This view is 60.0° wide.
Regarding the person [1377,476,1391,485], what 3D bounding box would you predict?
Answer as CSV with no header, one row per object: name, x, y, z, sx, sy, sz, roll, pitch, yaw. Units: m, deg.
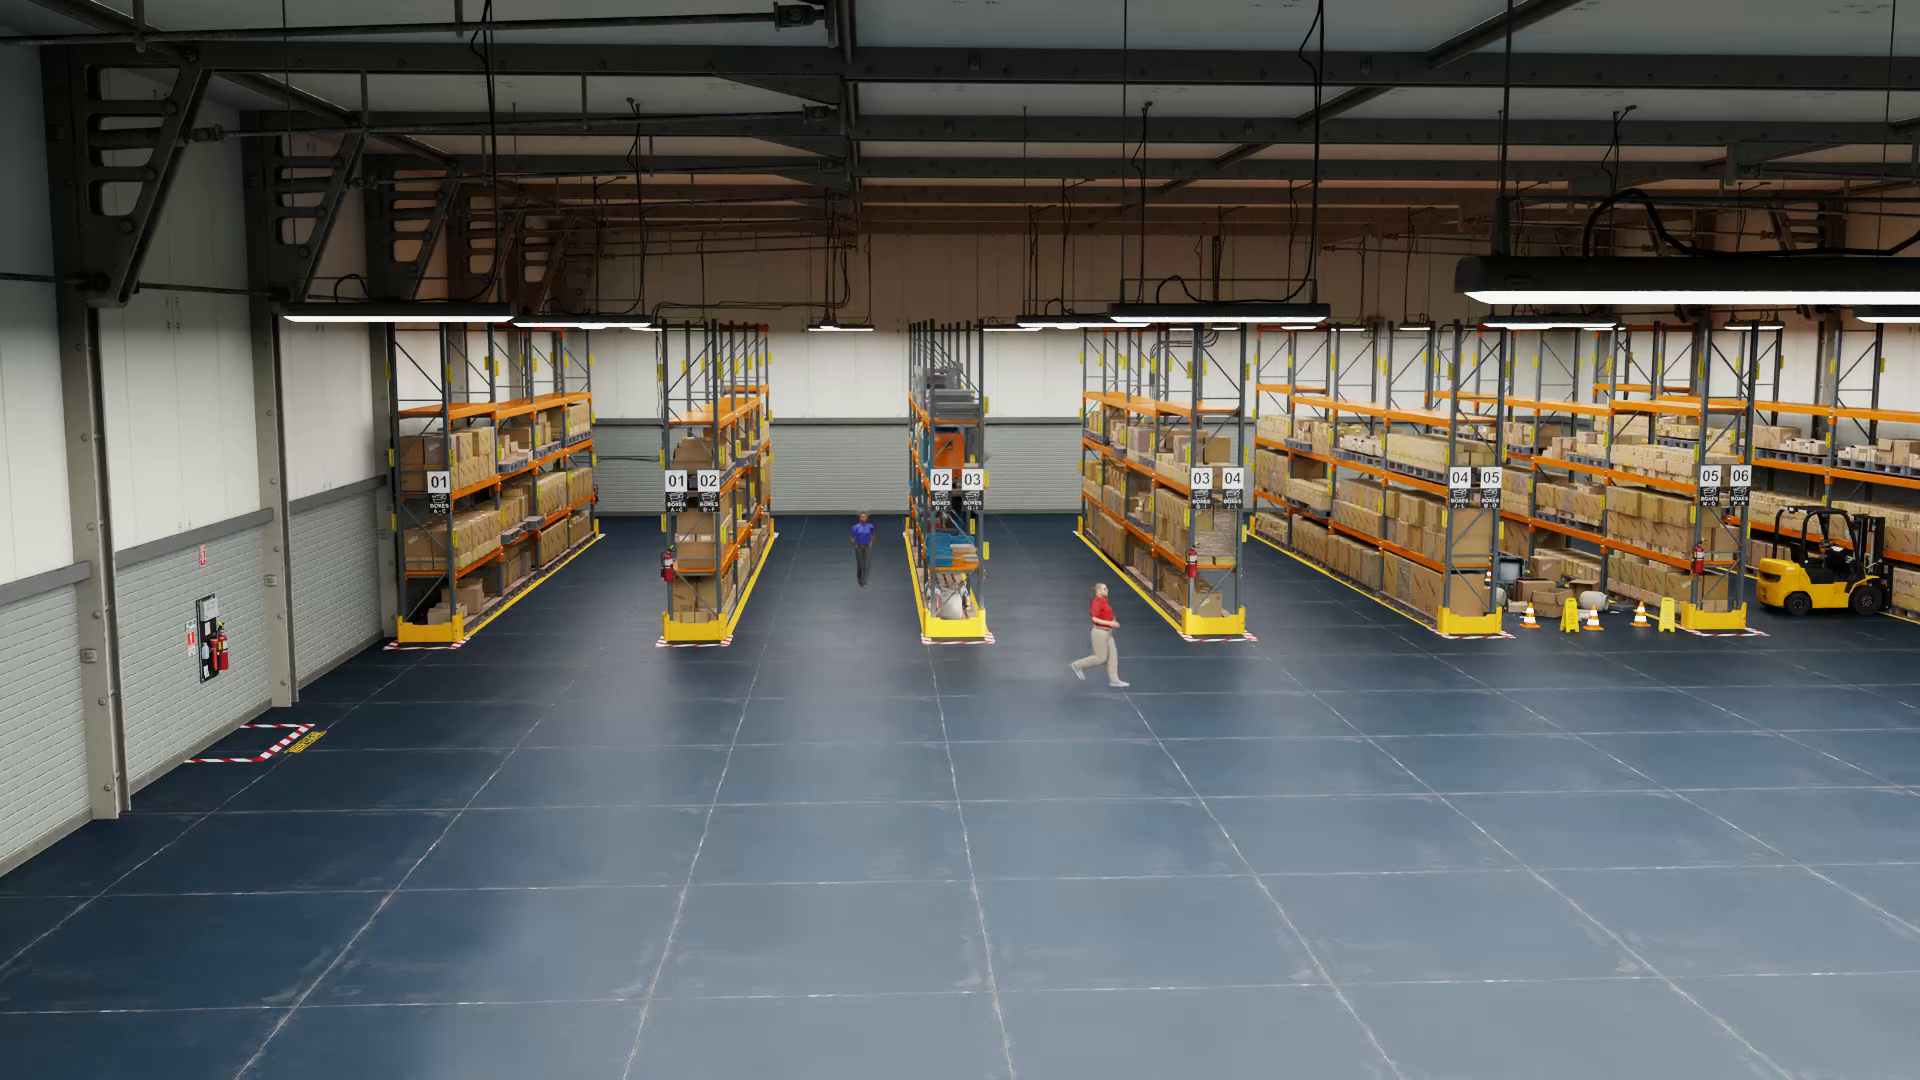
person,12.519,-1.235,49.406,0.941,1.709,0.596,-1,7,-9

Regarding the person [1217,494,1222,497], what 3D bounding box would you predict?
person,7.428,-1.060,48.629,0.807,1.633,0.563,6,9,39

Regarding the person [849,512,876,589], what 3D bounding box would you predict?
person,-2.070,0.221,35.729,0.593,1.620,0.657,-2,7,-13

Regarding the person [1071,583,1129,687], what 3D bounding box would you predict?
person,2.290,1.538,26.992,0.945,1.700,0.665,2,7,17
